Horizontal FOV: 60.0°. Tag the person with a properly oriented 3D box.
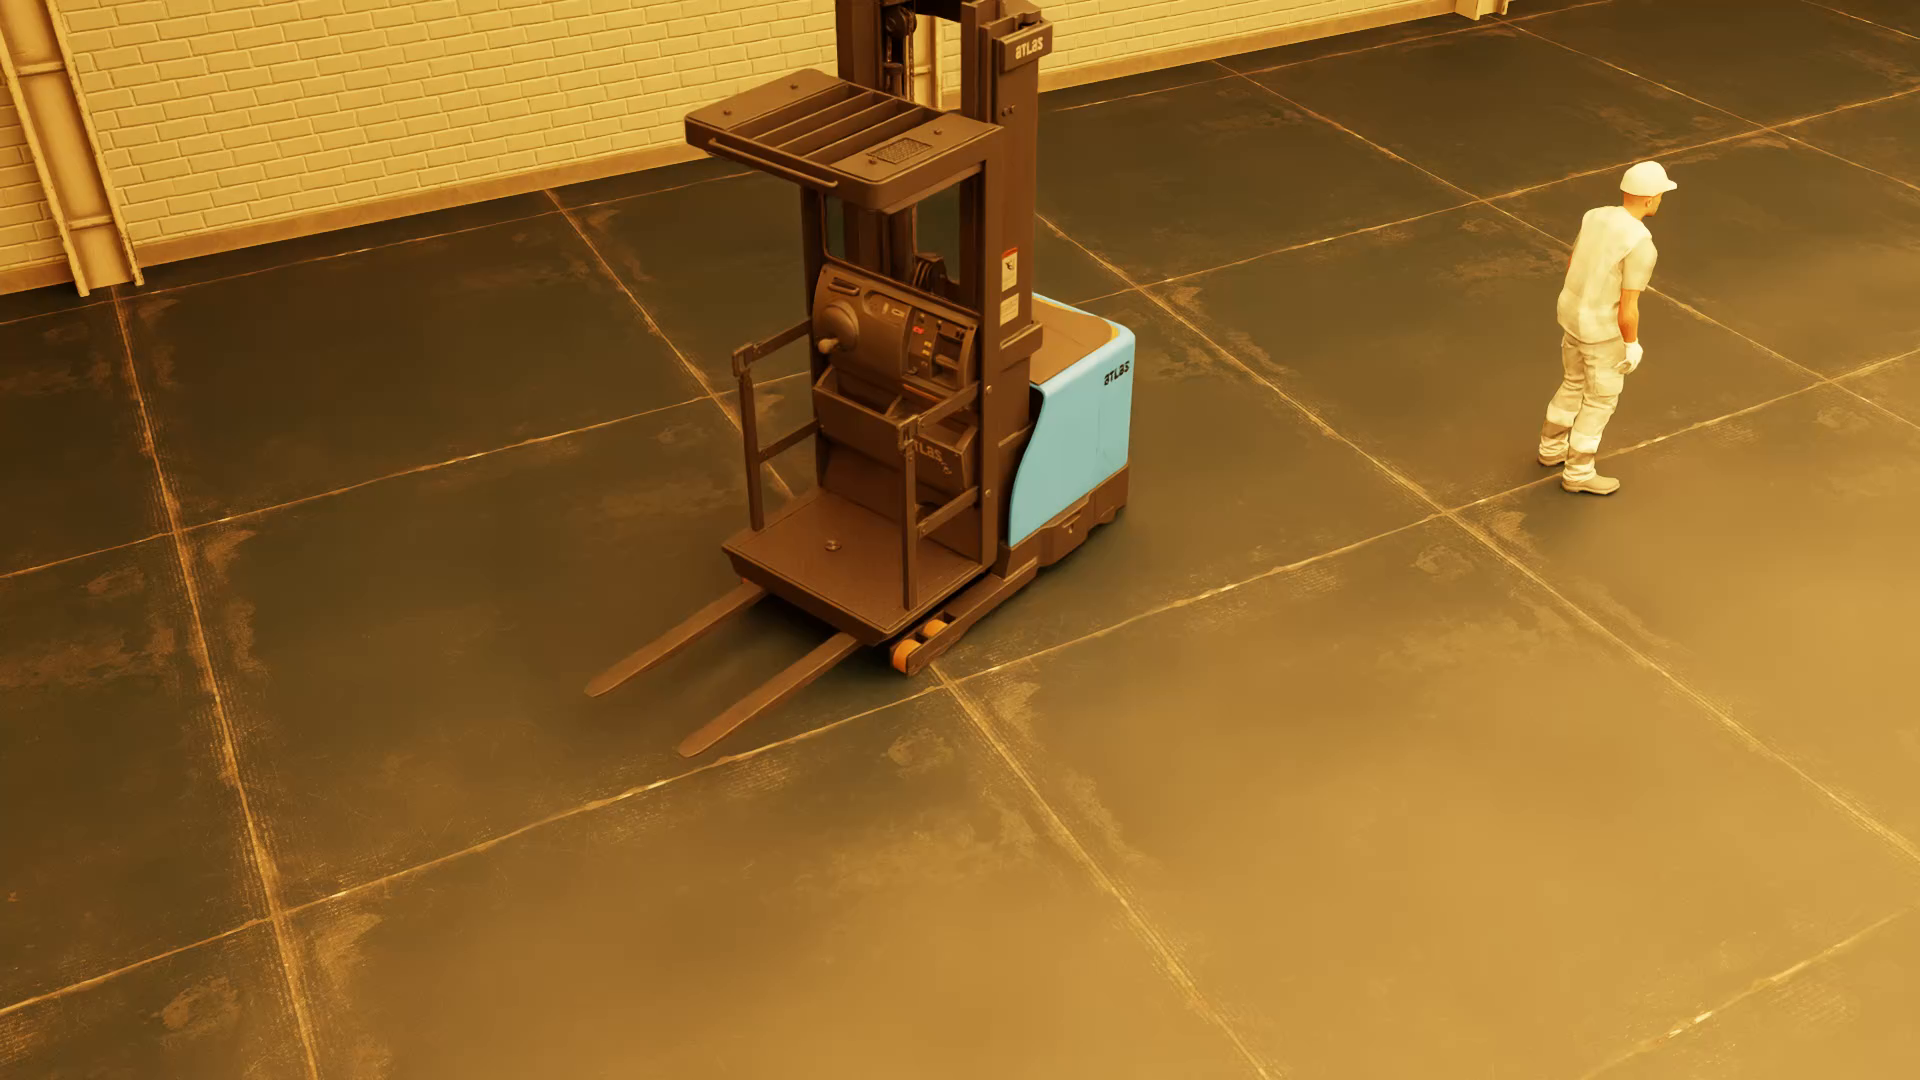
[{"bbox_3d":[3.361,-1.116,8.703,0.451,1.778,0.612,-8,36,-11],"label":"person"}]

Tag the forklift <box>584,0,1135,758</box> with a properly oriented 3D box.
[{"bbox_3d":[-0.437,-0.894,7.387,1.130,2.935,3.031,26,43,31],"label":"forklift"}]
